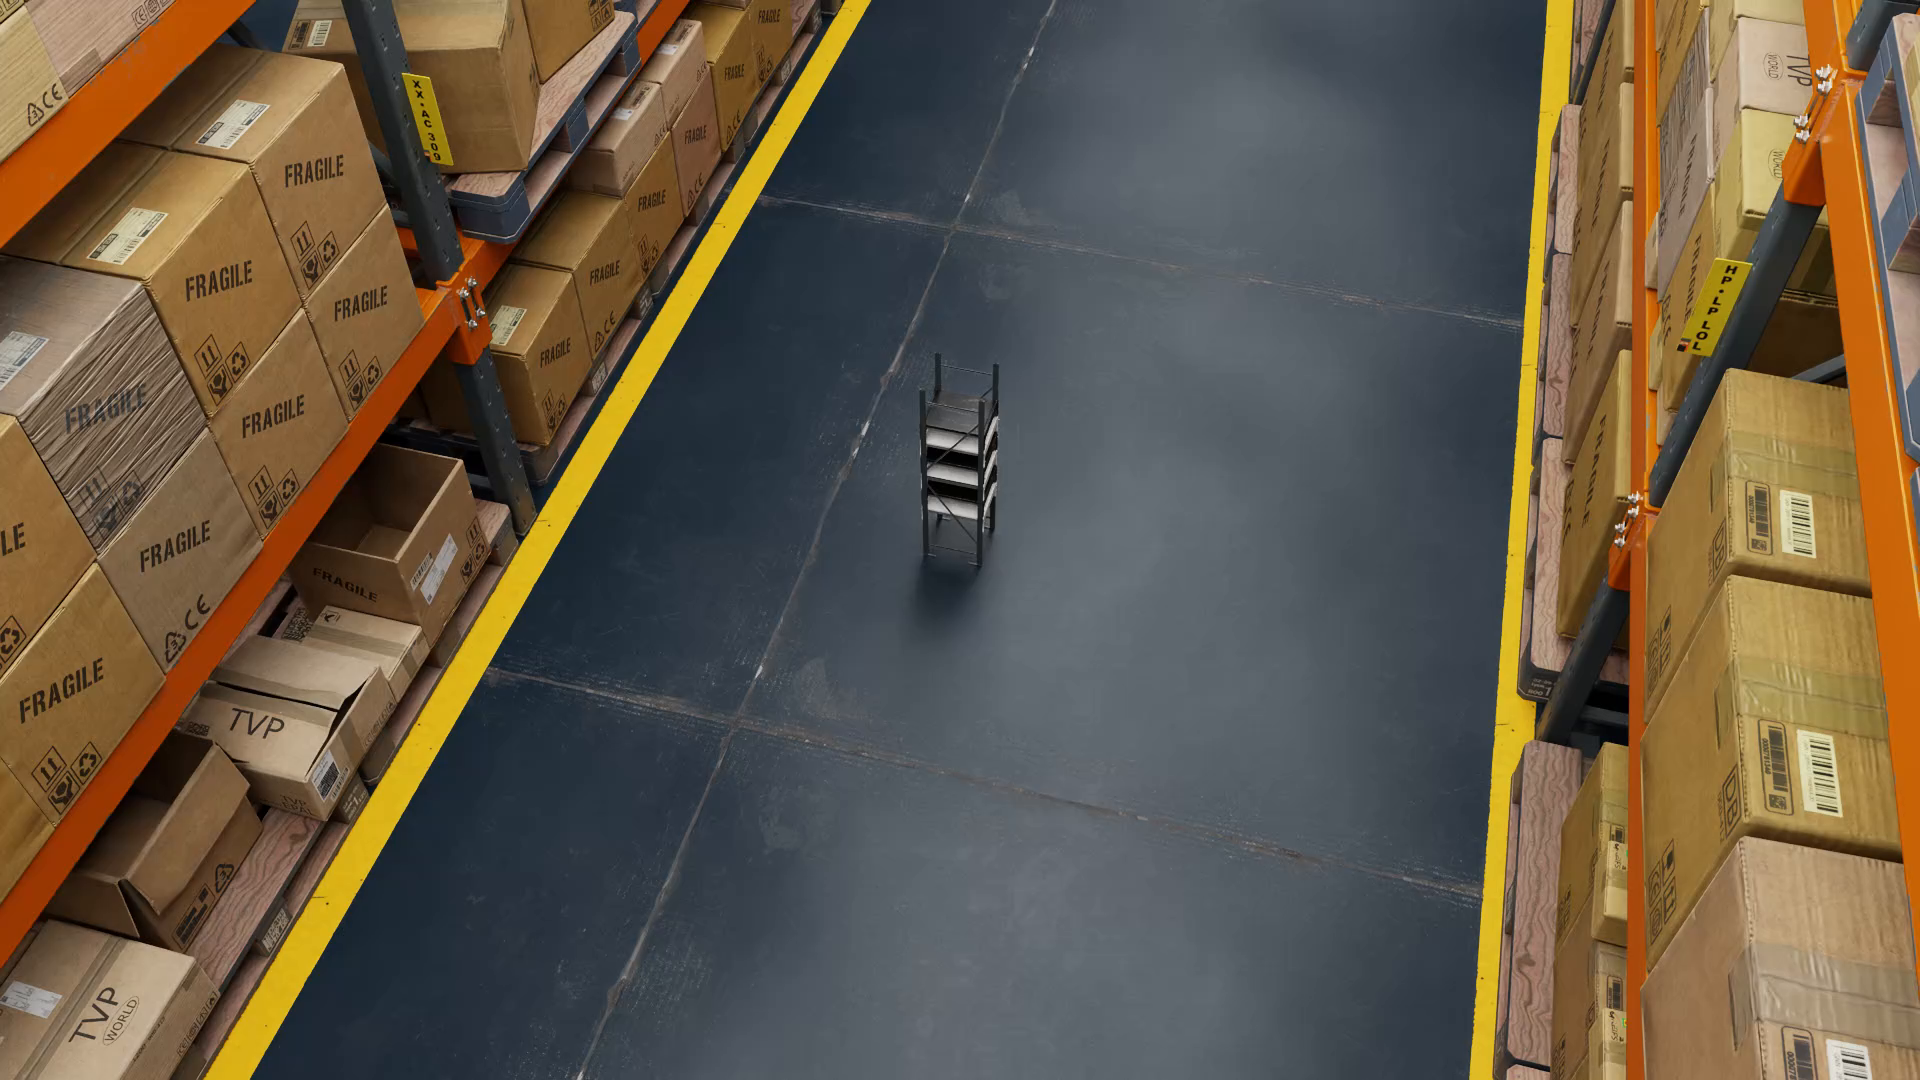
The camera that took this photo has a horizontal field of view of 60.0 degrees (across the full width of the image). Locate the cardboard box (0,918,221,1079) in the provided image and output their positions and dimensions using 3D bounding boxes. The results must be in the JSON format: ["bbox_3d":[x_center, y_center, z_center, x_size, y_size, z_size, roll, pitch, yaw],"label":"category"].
[{"bbox_3d":[-2.585,1.453,4.926,0.500,0.250,0.500,12,50,10],"label":"cardboard box"}]

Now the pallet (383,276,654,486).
[{"bbox_3d":[-2.034,-0.817,7.249,1.003,0.211,1.213,12,50,10],"label":"pallet"}]

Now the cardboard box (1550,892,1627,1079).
[{"bbox_3d":[2.137,1.403,4.817,0.700,0.500,0.500,11,50,10],"label":"cardboard box"}]

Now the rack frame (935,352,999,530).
[{"bbox_3d":[0.025,-0.365,6.391,0.240,0.900,0.006,12,50,10],"label":"rack frame"}]

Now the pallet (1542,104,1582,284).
[{"bbox_3d":[3.341,-1.584,7.926,1.003,0.211,1.213,12,50,10],"label":"pallet"}]

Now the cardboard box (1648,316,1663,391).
[{"bbox_3d":[2.428,-0.580,5.334,0.380,0.149,0.250,12,50,11],"label":"cardboard box"}]

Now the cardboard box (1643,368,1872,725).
[{"bbox_3d":[2.410,0.121,4.361,0.980,0.700,0.700,12,50,11],"label":"cardboard box"}]

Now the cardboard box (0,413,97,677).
[{"bbox_3d":[-2.494,0.008,3.927,0.500,0.500,0.500,11,50,10],"label":"cardboard box"}]

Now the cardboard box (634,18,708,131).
[{"bbox_3d":[-1.455,-2.098,7.394,0.500,0.250,0.500,11,49,9],"label":"cardboard box"}]

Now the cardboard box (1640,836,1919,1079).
[{"bbox_3d":[2.030,1.176,3.430,0.980,0.700,0.700,9,49,8],"label":"cardboard box"}]

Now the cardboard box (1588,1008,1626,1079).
[{"bbox_3d":[1.869,1.415,4.374,0.380,0.149,0.250,10,49,9],"label":"cardboard box"}]

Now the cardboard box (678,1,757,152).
[{"bbox_3d":[-1.315,-2.258,8.035,0.500,0.500,0.500,10,49,9],"label":"cardboard box"}]

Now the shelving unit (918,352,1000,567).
[{"bbox_3d":[-0.002,-0.292,6.326,0.258,0.900,0.210,12,50,10],"label":"shelving unit"}]

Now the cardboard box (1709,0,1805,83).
[{"bbox_3d":[2.723,-1.680,5.373,0.500,0.250,0.500,12,50,11],"label":"cardboard box"}]

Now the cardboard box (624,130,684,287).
[{"bbox_3d":[-1.581,-1.512,7.377,0.500,0.500,0.500,12,50,10],"label":"cardboard box"}]

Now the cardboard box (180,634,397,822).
[{"bbox_3d":[-2.285,0.611,5.629,0.500,0.311,0.500,12,50,10],"label":"cardboard box"}]

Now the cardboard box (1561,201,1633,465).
[{"bbox_3d":[2.845,-0.736,6.471,0.750,0.750,0.750,13,50,11],"label":"cardboard box"}]

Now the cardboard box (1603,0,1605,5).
[{"bbox_3d":[3.760,-2.912,8.612,0.700,0.500,0.500,12,50,11],"label":"cardboard box"}]

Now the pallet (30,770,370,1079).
[{"bbox_3d":[-2.713,1.161,5.504,1.003,0.211,1.213,12,50,10],"label":"pallet"}]

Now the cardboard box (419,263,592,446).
[{"bbox_3d":[-1.849,-0.764,6.716,0.500,0.500,0.500,10,49,8],"label":"cardboard box"}]

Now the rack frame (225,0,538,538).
[{"bbox_3d":[-2.212,-1.144,5.678,1.000,3.000,0.127,12,50,10],"label":"rack frame"}]

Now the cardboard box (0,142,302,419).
[{"bbox_3d":[-2.227,-0.720,4.570,0.500,0.500,0.500,11,49,9],"label":"cardboard box"}]

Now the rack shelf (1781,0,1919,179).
[{"bbox_3d":[3.095,-2.370,5.239,1.077,0.370,4.000,12,50,10],"label":"rack shelf"}]

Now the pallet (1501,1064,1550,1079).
[{"bbox_3d":[1.974,2.174,4.610,1.003,0.211,1.213,12,50,10],"label":"pallet"}]

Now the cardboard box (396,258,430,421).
[{"bbox_3d":[-2.358,-0.876,6.815,0.500,0.500,0.500,11,50,10],"label":"cardboard box"}]

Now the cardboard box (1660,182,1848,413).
[{"bbox_3d":[2.447,-0.691,4.999,0.500,0.500,0.500,11,49,9],"label":"cardboard box"}]

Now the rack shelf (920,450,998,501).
[{"bbox_3d":[-0.002,-0.270,6.351,0.258,0.077,0.200,12,50,10],"label":"rack shelf"}]

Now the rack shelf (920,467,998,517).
[{"bbox_3d":[-0.002,-0.210,6.419,0.258,0.077,0.200,12,50,10],"label":"rack shelf"}]

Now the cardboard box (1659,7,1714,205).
[{"bbox_3d":[2.712,-1.423,5.646,0.500,0.500,0.500,12,50,10],"label":"cardboard box"}]

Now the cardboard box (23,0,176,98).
[{"bbox_3d":[-2.225,-1.323,3.935,0.500,0.250,0.500,12,50,10],"label":"cardboard box"}]

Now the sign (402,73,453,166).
[{"bbox_3d":[-1.686,-1.329,5.264,0.100,0.325,0.005,12,50,10],"label":"sign"}]

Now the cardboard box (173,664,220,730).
[{"bbox_3d":[-2.749,0.537,5.791,0.380,0.166,0.250,12,50,10],"label":"cardboard box"}]

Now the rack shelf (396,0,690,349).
[{"bbox_3d":[-1.685,-2.352,7.224,1.077,0.370,4.000,12,50,10],"label":"rack shelf"}]

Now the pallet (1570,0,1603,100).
[{"bbox_3d":[3.828,-2.704,8.915,1.003,0.211,1.213,12,50,10],"label":"pallet"}]

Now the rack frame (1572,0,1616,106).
[{"bbox_3d":[3.621,-3.062,7.371,1.000,3.000,0.127,12,50,10],"label":"rack frame"}]

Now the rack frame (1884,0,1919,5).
[{"bbox_3d":[2.568,-2.154,2.568,1.000,3.000,0.127,12,50,10],"label":"rack frame"}]

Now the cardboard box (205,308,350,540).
[{"bbox_3d":[-2.230,-0.392,4.947,0.500,0.500,0.500,13,50,11],"label":"cardboard box"}]

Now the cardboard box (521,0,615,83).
[{"bbox_3d":[-1.751,-2.124,6.196,0.700,0.500,0.500,19,51,16],"label":"cardboard box"}]

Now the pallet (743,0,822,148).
[{"bbox_3d":[-1.392,-2.582,8.807,1.003,0.211,1.213,12,50,10],"label":"pallet"}]

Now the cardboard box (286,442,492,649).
[{"bbox_3d":[-2.088,0.006,6.037,0.500,0.500,0.500,12,50,10],"label":"cardboard box"}]

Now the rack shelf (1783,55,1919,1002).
[{"bbox_3d":[2.042,0.523,2.686,1.077,0.370,4.000,12,50,10],"label":"rack shelf"}]

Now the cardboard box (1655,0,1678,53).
[{"bbox_3d":[2.968,-2.164,6.300,0.500,0.500,0.500,11,50,10],"label":"cardboard box"}]

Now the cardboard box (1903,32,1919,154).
[{"bbox_3d":[2.132,-0.836,3.159,0.500,0.250,0.500,11,50,10],"label":"cardboard box"}]

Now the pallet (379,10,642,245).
[{"bbox_3d":[-1.896,-1.637,6.241,1.003,0.211,1.213,12,50,10],"label":"pallet"}]

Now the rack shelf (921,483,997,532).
[{"bbox_3d":[-0.002,-0.151,6.486,0.258,0.077,0.200,12,50,10],"label":"rack shelf"}]

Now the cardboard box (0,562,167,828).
[{"bbox_3d":[-2.495,0.349,4.293,0.500,0.500,0.500,12,50,11],"label":"cardboard box"}]

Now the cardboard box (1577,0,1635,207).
[{"bbox_3d":[3.301,-1.984,7.573,0.750,0.750,0.750,11,49,10],"label":"cardboard box"}]
